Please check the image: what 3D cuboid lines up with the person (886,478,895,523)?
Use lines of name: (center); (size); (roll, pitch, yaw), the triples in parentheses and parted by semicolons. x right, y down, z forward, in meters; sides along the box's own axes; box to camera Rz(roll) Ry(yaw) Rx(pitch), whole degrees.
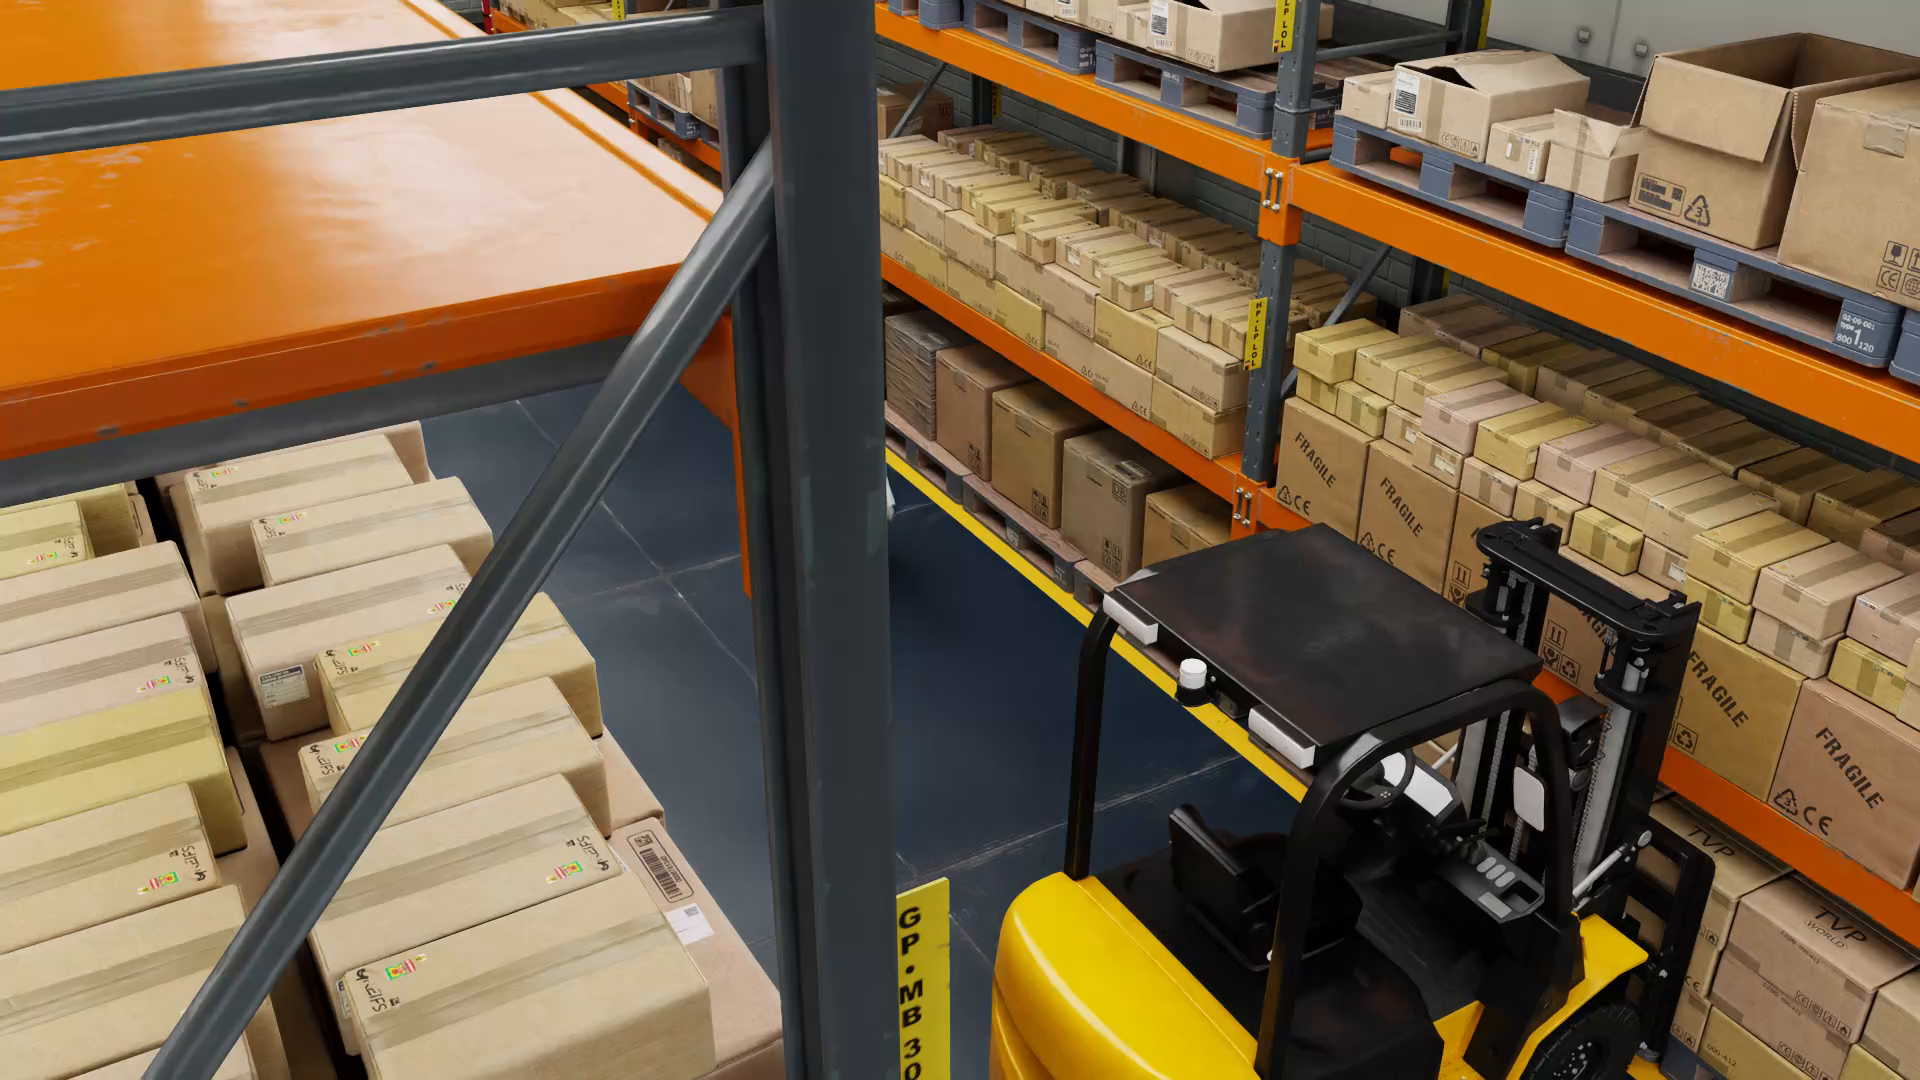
person: (-0.724, -0.318, 9.459); (0.537, 0.930, 0.856); (-15, 33, -25)
